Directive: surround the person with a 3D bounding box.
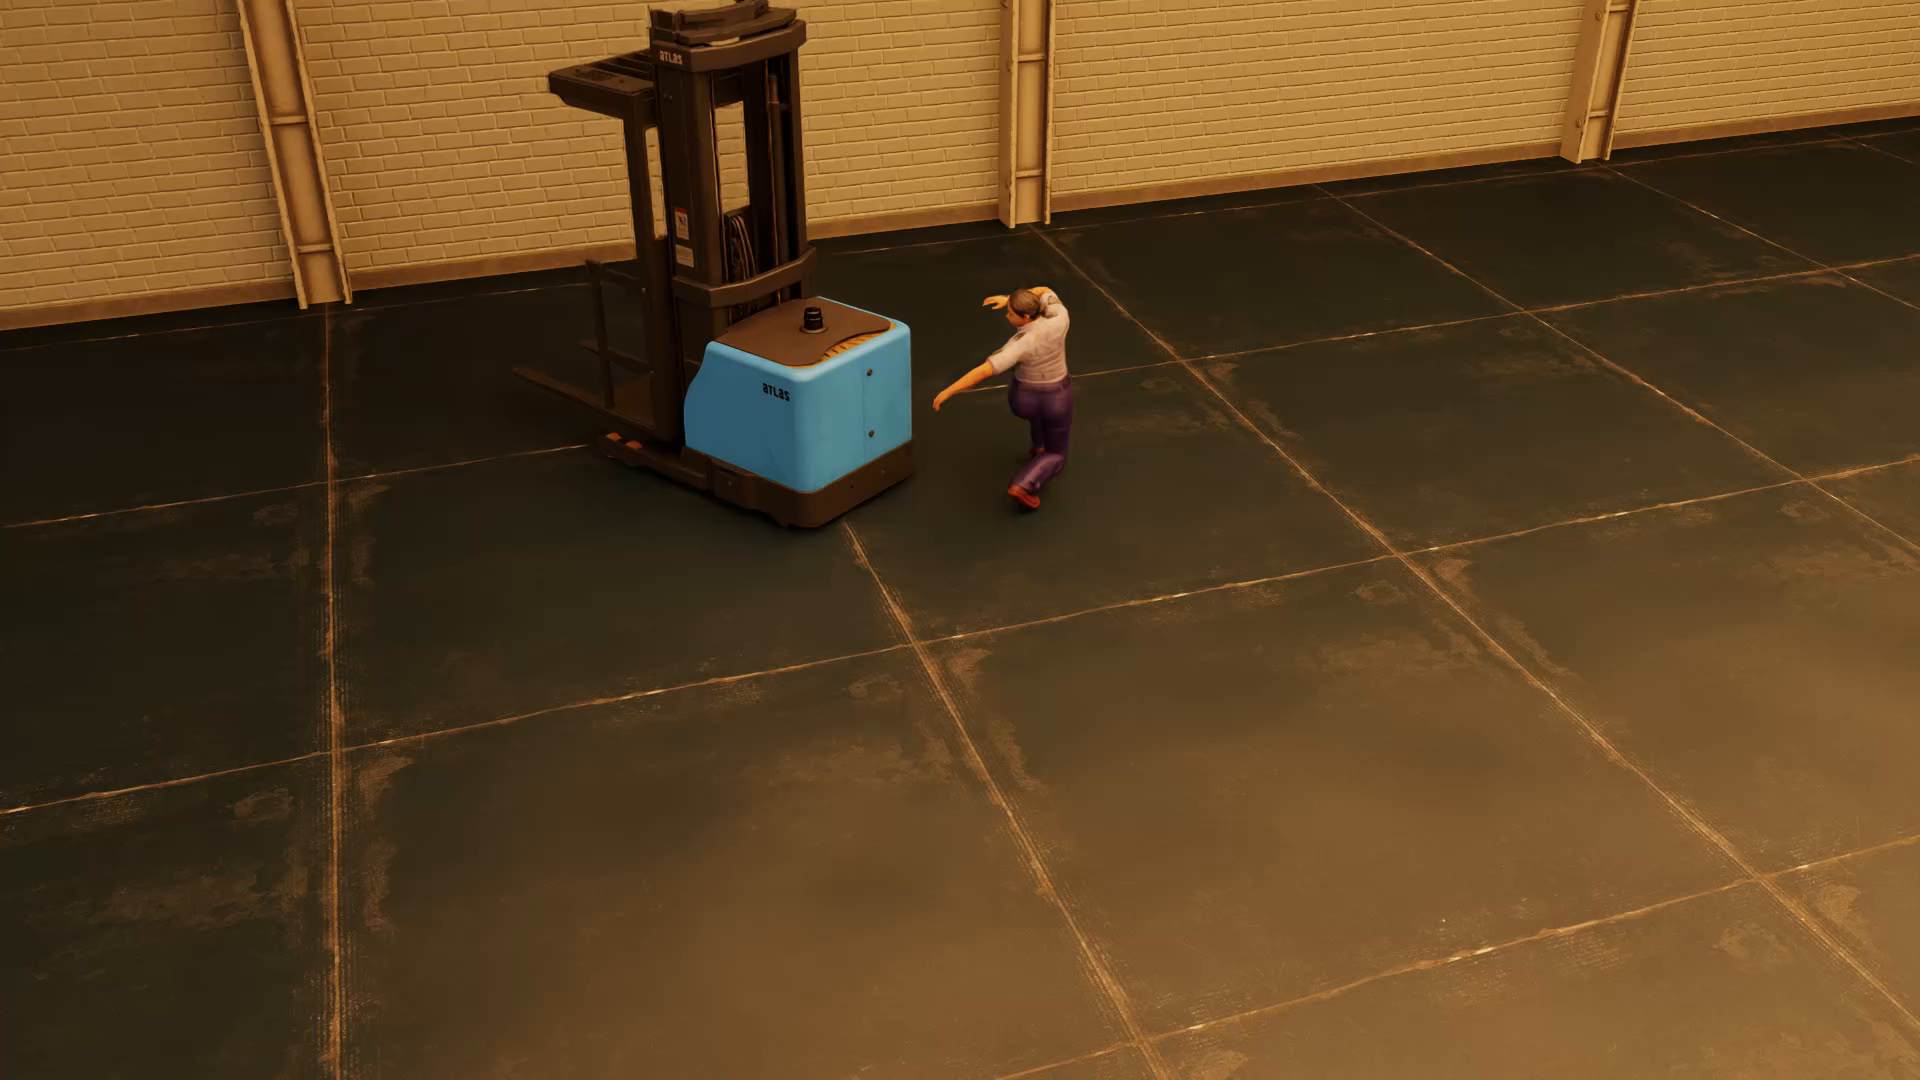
[{"bbox_3d":[0.288,-0.950,10.323,0.842,1.374,0.950,3,30,5],"label":"person"}]

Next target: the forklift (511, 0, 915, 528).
[{"bbox_3d":[-1.757,-1.932,10.445,3.031,2.935,1.130,22,36,33],"label":"forklift"}]
